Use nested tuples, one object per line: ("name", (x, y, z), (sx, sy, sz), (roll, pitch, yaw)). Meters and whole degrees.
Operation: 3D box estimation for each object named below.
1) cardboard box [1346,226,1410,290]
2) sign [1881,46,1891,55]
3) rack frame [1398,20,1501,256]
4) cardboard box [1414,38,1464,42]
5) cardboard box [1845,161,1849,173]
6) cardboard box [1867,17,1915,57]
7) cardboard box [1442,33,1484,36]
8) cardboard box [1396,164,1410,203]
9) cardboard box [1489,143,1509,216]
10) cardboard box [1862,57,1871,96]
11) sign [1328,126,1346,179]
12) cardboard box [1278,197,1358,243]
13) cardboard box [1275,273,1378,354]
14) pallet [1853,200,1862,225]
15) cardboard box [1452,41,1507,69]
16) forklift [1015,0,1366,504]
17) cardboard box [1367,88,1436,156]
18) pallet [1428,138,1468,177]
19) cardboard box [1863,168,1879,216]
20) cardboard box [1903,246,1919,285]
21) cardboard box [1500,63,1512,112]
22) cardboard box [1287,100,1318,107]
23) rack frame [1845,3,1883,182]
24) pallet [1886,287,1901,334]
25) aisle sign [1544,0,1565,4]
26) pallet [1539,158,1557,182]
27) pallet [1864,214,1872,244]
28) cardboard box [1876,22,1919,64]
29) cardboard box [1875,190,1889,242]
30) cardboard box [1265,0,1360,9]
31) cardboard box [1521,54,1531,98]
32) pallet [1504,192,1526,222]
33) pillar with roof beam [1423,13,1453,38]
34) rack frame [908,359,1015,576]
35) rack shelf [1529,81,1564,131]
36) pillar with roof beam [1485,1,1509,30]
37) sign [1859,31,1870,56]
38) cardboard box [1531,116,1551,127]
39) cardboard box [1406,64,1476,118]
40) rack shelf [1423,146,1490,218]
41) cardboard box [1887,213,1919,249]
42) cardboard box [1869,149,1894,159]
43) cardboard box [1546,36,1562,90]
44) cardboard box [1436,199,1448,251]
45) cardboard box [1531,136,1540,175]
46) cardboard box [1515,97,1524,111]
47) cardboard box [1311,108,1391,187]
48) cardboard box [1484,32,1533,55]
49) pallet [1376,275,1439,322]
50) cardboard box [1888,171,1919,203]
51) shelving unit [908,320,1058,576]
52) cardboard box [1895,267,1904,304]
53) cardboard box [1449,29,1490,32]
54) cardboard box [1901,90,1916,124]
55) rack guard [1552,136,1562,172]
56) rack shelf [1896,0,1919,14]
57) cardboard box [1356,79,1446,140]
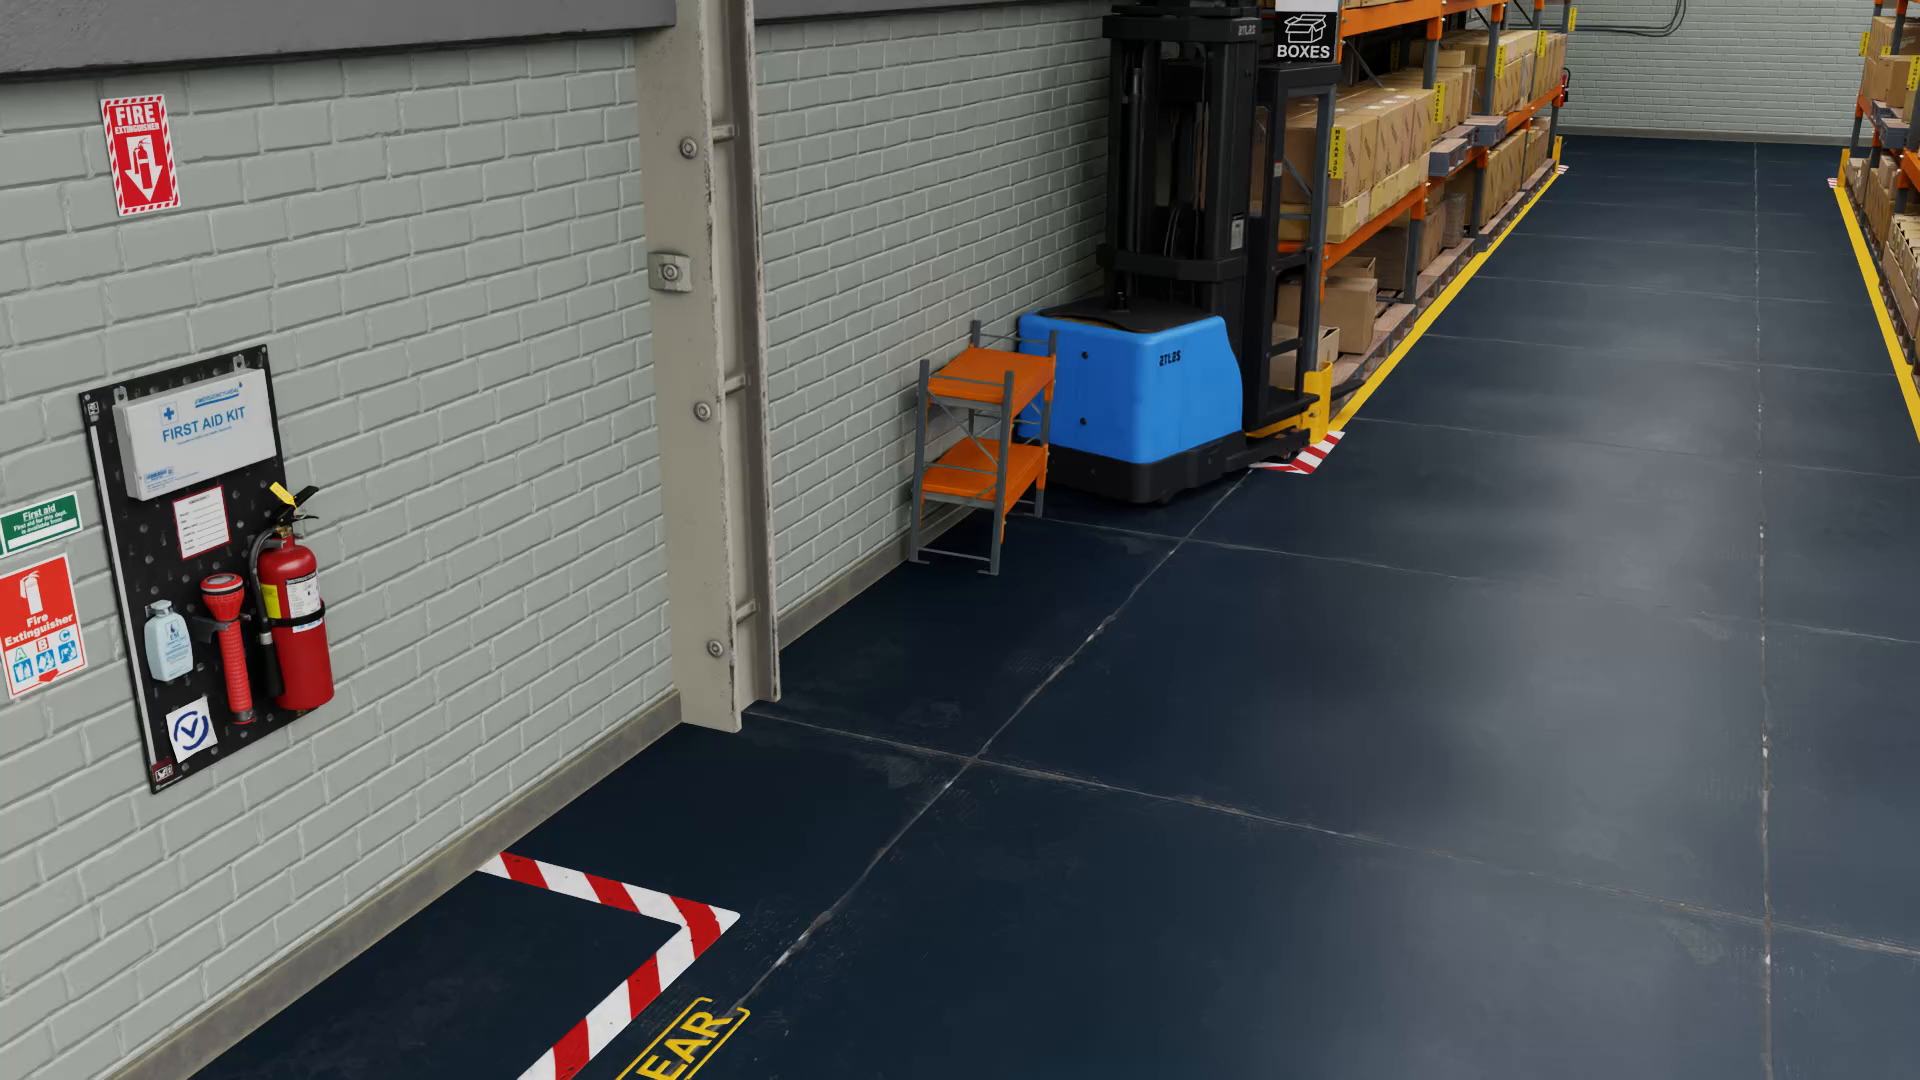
("cardboard box", (3.860, -2.647, 15.510), (0.700, 0.500, 0.500), (9, 22, 25))
("sign", (10.872, -5.638, 19.552), (0.100, 0.325, 0.005), (9, 21, 23))
("rack frame", (5.212, -4.613, 17.964), (1.000, 3.000, 0.127), (9, 21, 23))
("cardboard box", (5.376, -5.495, 18.702), (0.500, 0.250, 0.500), (8, 21, 21))
("cardboard box", (12.524, -5.164, 23.110), (0.380, 0.149, 0.250), (9, 21, 23))
("cardboard box", (12.586, -6.799, 22.469), (0.500, 0.500, 0.500), (9, 22, 24))
("cardboard box", (6.015, -5.966, 20.027), (0.500, 0.250, 0.500), (8, 21, 21))
("cardboard box", (3.253, -2.836, 13.160), (0.500, 0.250, 0.500), (8, 21, 22))
("cardboard box", (5.997, -4.272, 19.586), (0.750, 0.750, 0.750), (8, 21, 22))
("cardboard box", (12.380, -6.170, 22.191), (0.500, 0.500, 0.500), (8, 21, 22))
("sign", (2.431, -2.501, 10.733), (0.100, 0.325, 0.005), (9, 21, 23))
("cardboard box", (2.425, -2.212, 11.406), (0.500, 0.250, 0.500), (8, 21, 21))
("cardboard box", (2.881, -1.788, 13.094), (0.700, 0.500, 0.500), (7, 21, 19))
("pallet", (11.653, -4.053, 20.552), (1.003, 0.211, 1.213), (9, 21, 23))
("cardboard box", (5.645, -5.276, 18.084), (0.500, 0.250, 0.500), (9, 22, 24))
("forklift", (1.693, -2.013, 10.755), (1.130, 2.935, 3.031), (16, 25, 38))
("cardboard box", (3.662, -3.496, 13.896), (0.500, 0.500, 0.500), (8, 21, 23))
("pallet", (4.019, -3.514, 15.159), (1.003, 0.211, 1.213), (9, 21, 23))
("cardboard box", (10.950, -4.073, 19.518), (0.500, 0.500, 0.500), (8, 21, 20))
("cardboard box", (8.413, -2.354, 14.251), (0.500, 0.311, 0.500), (8, 21, 23))
("cardboard box", (5.867, -5.082, 18.660), (0.500, 0.500, 0.500), (9, 22, 24))
("cardboard box", (2.564, -3.098, 12.779), (0.500, 0.500, 0.500), (9, 21, 23))
("rack frame", (13.009, -6.380, 22.933), (1.000, 3.000, 0.127), (9, 21, 23))
("pallet", (8.859, -2.003, 14.786), (1.003, 0.211, 1.213), (9, 21, 23))
("aisle sign", (8.791, -8.265, 24.351), (0.394, 0.787, 0.004), (9, 21, 23))
("pallet", (8.232, -5.490, 24.591), (1.003, 0.211, 1.213), (9, 21, 23))
("pallet", (11.072, -3.590, 19.248), (1.003, 0.211, 1.213), (9, 21, 23))
("cardboard box", (11.755, -6.177, 20.719), (0.500, 0.500, 0.500), (9, 21, 23))
("cardboard box", (10.114, -3.441, 17.741), (0.500, 0.500, 0.500), (8, 21, 21))
("cardboard box", (2.301, -3.706, 10.756), (0.500, 0.500, 0.500), (9, 22, 24))
("cardboard box", (6.691, -5.700, 20.396), (0.500, 0.500, 0.500), (9, 21, 23))
("pallet", (6.603, -4.276, 21.178), (1.003, 0.211, 1.213), (9, 21, 23))
("pillar with roof beam", (10.275, -8.405, 19.672), (9.100, 9.000, 0.400), (9, 21, 23))
("rack frame", (0.000, -0.377, 8.799), (0.500, 1.125, 0.032), (9, 21, 14))
("rack shelf", (7.669, -6.109, 23.242), (1.077, 0.370, 4.000), (9, 21, 23))
("pillar with roof beam", (12.732, -10.239, 24.829), (9.100, 9.000, 0.400), (9, 21, 23))
("sign", (12.513, -6.863, 22.997), (0.100, 0.325, 0.005), (9, 21, 23))
("cardboard box", (8.406, -6.093, 24.260), (0.380, 0.149, 0.250), (8, 21, 22))
("cardboard box", (5.028, -4.723, 17.466), (0.700, 0.500, 0.500), (6, 20, 16))
("rack shelf", (4.393, -3.663, 16.366), (1.077, 0.370, 4.000), (9, 21, 23))
("cardboard box", (9.250, -2.982, 16.016), (0.500, 0.311, 0.500), (9, 22, 25))
("cardboard box", (12.135, -4.764, 21.456), (0.797, 0.503, 0.637), (9, 21, 23))
("cardboard box", (8.000, -6.819, 23.719), (0.980, 0.700, 0.700), (8, 21, 22))
("cardboard box", (4.647, -3.274, 17.273), (0.700, 0.500, 0.500), (9, 21, 23))
("cardboard box", (7.670, -5.380, 23.225), (0.700, 0.500, 0.500), (9, 22, 24))
("cardboard box", (6.686, -5.343, 20.360), (0.380, 0.149, 0.250), (9, 21, 23))
("cardboard box", (2.834, -2.871, 12.141), (0.500, 0.500, 0.500), (8, 21, 21))
("cardboard box", (6.674, -6.053, 20.271), (0.500, 0.250, 0.500), (9, 21, 24))
("pallet", (3.891, -2.315, 15.663), (1.003, 0.211, 1.213), (9, 21, 23))
("cardboard box", (9.921, -3.654, 17.220), (0.500, 0.250, 0.500), (9, 22, 25))
("shelving unit", (0.140, -0.540, 9.260), (0.538, 1.125, 1.048), (9, 21, 14))
("cardboard box", (8.627, -2.247, 14.788), (0.500, 0.250, 0.500), (9, 21, 24))
("cardboard box", (6.424, -6.281, 20.912), (0.500, 0.250, 0.500), (9, 22, 24))
("cardboard box", (9.888, -4.388, 16.554), (0.700, 0.500, 0.500), (2, 20, 4))
("rack guard", (8.498, -5.888, 25.280), (1.175, 0.500, 0.348), (9, 21, 23))
("rack shelf", (10.552, -5.621, 17.393), (1.077, 0.370, 4.000), (9, 21, 23))
("cardboard box", (4.049, -3.966, 15.337), (0.700, 0.500, 0.500), (11, 22, 28))
